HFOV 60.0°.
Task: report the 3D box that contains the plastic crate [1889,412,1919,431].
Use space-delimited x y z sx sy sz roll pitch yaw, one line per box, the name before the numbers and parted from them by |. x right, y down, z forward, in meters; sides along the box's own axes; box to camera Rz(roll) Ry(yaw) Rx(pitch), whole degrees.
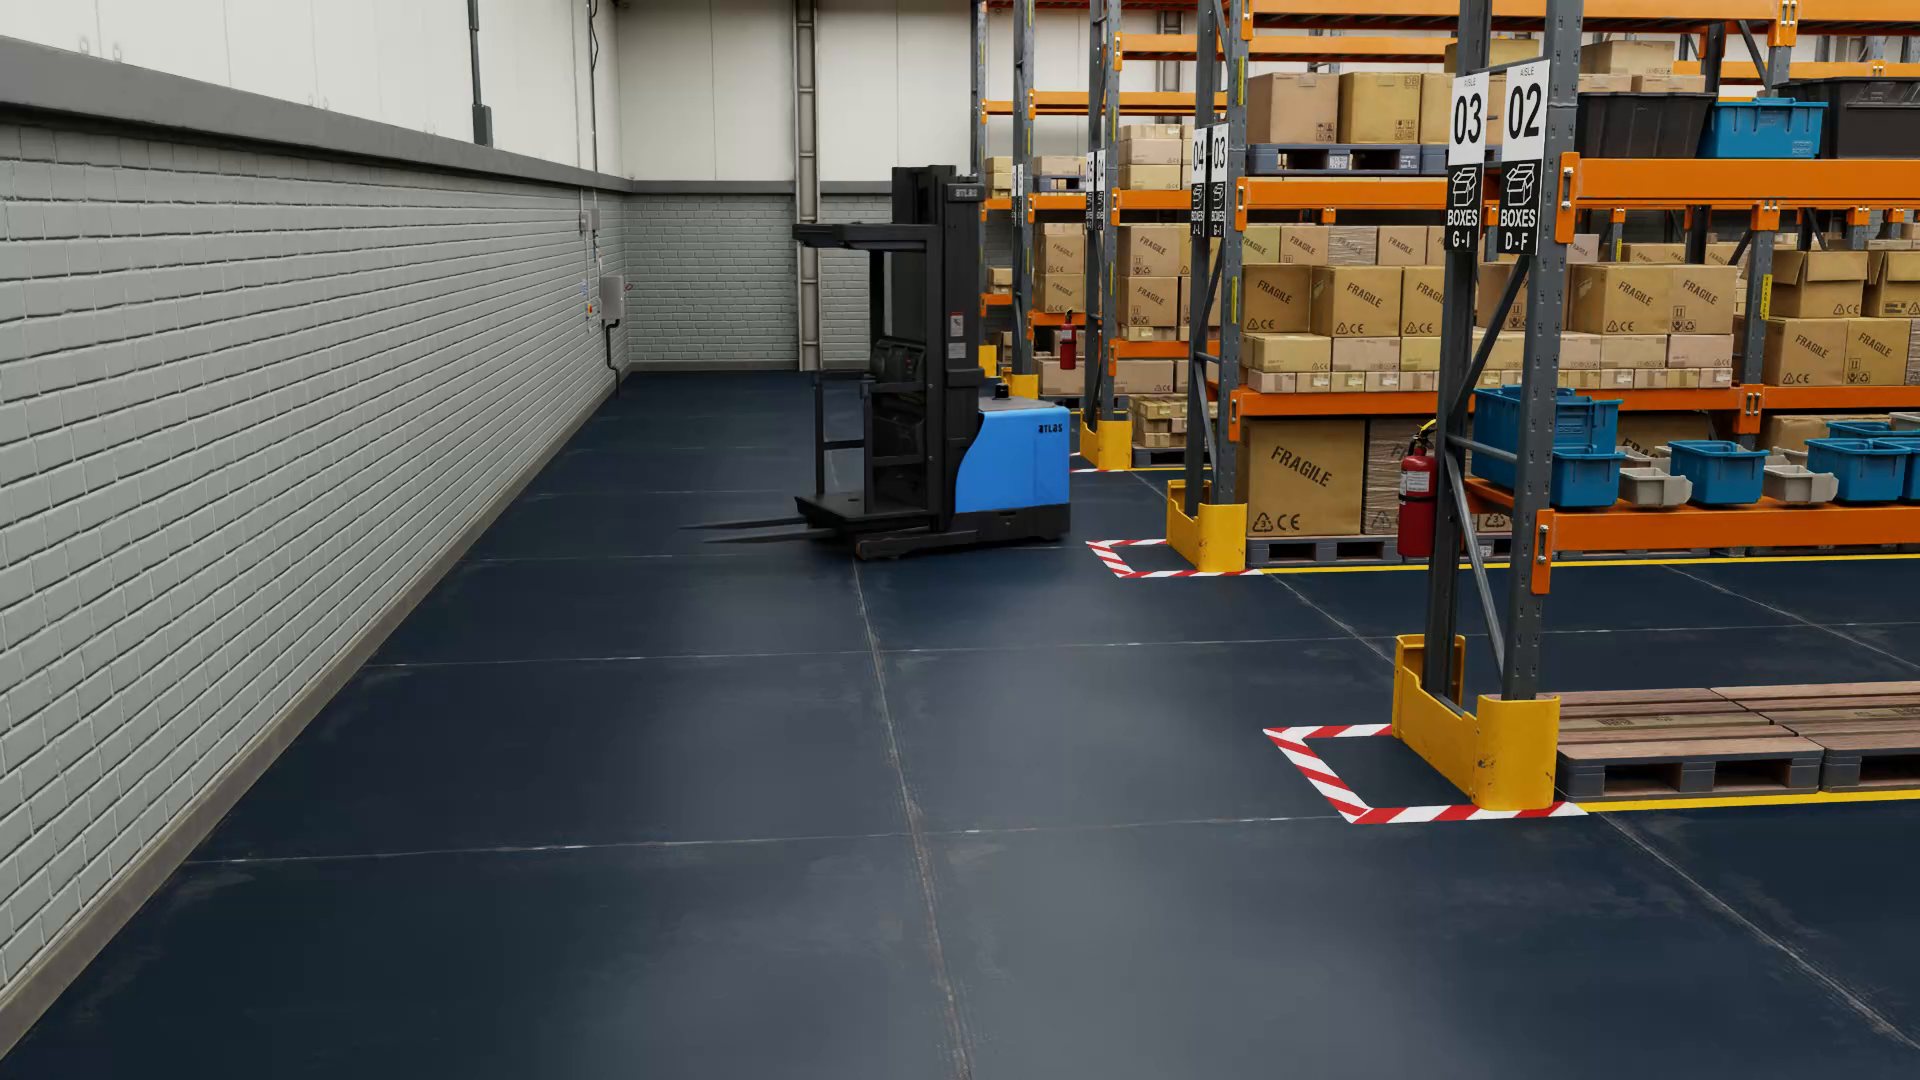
plastic crate | 4.865 -0.455 8.059 0.530 0.282 0.437 -1 11 -6

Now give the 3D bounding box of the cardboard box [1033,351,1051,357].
cardboard box | 1.326 -3.002 27.166 0.250 0.149 0.380 -2 11 -8

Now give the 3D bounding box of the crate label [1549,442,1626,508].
crate label | 2.707 -0.286 7.327 0.303 0.233 0.416 -1 11 -6

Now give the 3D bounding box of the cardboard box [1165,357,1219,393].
cardboard box | 3.272 -2.268 22.684 0.875 0.438 0.875 -2 11 -8

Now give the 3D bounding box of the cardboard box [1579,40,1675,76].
cardboard box | 4.932 -3.556 12.352 0.500 0.250 0.500 -2 11 -10

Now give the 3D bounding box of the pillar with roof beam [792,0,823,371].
pillar with roof beam | -2.032 -6.434 22.767 0.400 9.000 9.100 -1 11 -6

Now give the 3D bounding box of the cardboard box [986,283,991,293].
cardboard box | 0.582 -4.134 27.273 0.250 0.149 0.380 -1 11 -7

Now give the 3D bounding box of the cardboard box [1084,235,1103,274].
cardboard box | 1.842 -3.755 21.839 0.500 0.500 0.500 -2 11 -8

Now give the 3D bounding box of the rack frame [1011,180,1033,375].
rack frame | 0.821 -3.247 22.110 0.127 3.000 1.000 -1 11 -6

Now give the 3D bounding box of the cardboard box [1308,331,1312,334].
cardboard box | 2.849 -1.491 12.792 0.500 0.250 0.500 -1 11 -7

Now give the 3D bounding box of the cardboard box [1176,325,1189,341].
cardboard box | 2.335 -2.129 17.075 0.250 0.149 0.380 -2 11 -8

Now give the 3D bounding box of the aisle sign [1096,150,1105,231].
aisle sign | 1.416 -3.517 16.741 0.004 0.787 0.394 -1 11 -6

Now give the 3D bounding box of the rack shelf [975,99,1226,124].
rack shelf | 2.270 -6.830 26.655 4.000 0.370 1.077 -1 11 -6

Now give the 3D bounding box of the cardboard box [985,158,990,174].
cardboard box | 0.693 -6.051 26.919 0.500 0.250 0.500 -2 11 -8

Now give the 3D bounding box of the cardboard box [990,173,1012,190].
cardboard box | 0.752 -5.700 26.429 0.500 0.250 0.500 -1 11 -7

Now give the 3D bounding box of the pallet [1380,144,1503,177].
pallet | 3.843 -2.819 12.384 1.213 0.211 1.003 -1 11 -6

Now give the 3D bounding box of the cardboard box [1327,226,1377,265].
cardboard box | 3.971 -2.988 17.167 0.500 0.500 0.500 -1 11 -5

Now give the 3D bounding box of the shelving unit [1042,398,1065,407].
shelving unit | 0.748 -0.653 13.968 0.215 1.050 0.252 4 12 17

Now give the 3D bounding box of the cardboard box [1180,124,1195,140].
cardboard box | 2.336 -4.096 16.710 0.250 0.149 0.380 -1 11 -6

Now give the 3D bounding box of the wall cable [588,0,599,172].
wall cable | -5.145 -6.716 24.106 0.133 3.039 2.988 -1 11 -6

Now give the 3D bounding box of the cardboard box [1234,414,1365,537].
cardboard box | 2.519 -0.539 12.754 0.875 0.875 0.875 -1 11 -6

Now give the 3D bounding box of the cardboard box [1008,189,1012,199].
cardboard box | 0.881 -5.520 26.547 0.250 0.149 0.380 -1 11 -5

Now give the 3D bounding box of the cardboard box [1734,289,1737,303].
cardboard box | 7.944 -2.576 17.488 0.250 0.149 0.380 -1 11 -6

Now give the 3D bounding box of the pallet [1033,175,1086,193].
pallet | 1.557 -4.693 21.918 1.213 0.211 1.003 -1 11 -6

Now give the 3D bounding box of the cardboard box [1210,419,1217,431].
cardboard box | 2.517 -1.232 17.389 0.250 0.149 0.380 -1 11 -5

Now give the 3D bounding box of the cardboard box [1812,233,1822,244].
cardboard box | 11.633 -4.147 22.885 0.250 0.149 0.380 -2 11 -8

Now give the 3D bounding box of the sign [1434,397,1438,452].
sign | 2.351 -0.582 8.131 0.005 0.325 0.100 -1 11 -6

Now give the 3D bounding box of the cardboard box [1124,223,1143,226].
cardboard box | 2.243 -4.087 21.847 0.250 0.149 0.380 -1 11 -6

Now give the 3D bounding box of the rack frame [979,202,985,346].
rack frame | 0.281 -4.199 26.952 0.127 3.000 1.000 -1 11 -6

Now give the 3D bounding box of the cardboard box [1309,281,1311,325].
cardboard box | 3.456 -2.487 17.213 0.500 0.500 0.500 -1 11 -8

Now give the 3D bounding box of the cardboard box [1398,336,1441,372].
cardboard box | 3.414 -1.399 12.328 0.500 0.250 0.500 -2 11 -8

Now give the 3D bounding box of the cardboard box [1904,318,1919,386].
cardboard box | 7.349 -1.462 12.769 0.500 0.500 0.500 -1 11 -7

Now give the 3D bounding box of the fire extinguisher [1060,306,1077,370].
fire extinguisher | 1.156 -2.163 17.759 0.183 0.674 0.296 -1 11 -6

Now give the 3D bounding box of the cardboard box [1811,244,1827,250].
cardboard box | 11.824 -3.834 22.976 0.500 0.500 0.500 -1 11 -6

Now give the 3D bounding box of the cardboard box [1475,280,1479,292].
cardboard box | 6.788 -3.490 22.438 0.500 0.250 0.500 -2 11 -8

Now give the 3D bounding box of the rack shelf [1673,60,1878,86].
rack shelf | 7.421 -4.820 17.457 4.000 0.370 1.077 -1 11 -6

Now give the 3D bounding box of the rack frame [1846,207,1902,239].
rack frame | 12.751 -3.497 23.382 0.127 3.000 1.000 -1 11 -6

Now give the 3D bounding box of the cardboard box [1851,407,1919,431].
cardboard box | 7.390 -0.630 13.214 0.875 0.875 1.225 -2 11 -8

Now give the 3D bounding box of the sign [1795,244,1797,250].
sign | 9.346 -3.141 18.569 0.005 0.325 0.100 -1 11 -6

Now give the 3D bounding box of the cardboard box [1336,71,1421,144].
cardboard box | 2.975 -3.133 12.144 0.500 0.500 0.700 -2 11 -8

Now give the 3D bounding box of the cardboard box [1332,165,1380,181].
cardboard box | 3.971 -3.701 17.030 0.500 0.250 0.500 -1 11 -7

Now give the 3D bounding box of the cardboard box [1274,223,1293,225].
cardboard box | 4.252 -4.137 22.100 0.250 0.149 0.380 -1 11 -5

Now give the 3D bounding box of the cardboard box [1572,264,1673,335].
cardboard box | 4.941 -1.800 12.422 0.500 0.500 0.500 -1 11 -5

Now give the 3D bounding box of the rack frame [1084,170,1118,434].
rack frame | 1.456 -2.300 17.292 0.127 3.000 1.000 -1 11 -6

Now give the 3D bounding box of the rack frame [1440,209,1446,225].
rack frame | 8.234 -4.366 27.800 0.127 3.000 1.000 -1 11 -6

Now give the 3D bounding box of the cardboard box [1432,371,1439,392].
cardboard box | 3.558 -1.195 12.322 0.250 0.149 0.380 -1 11 -7

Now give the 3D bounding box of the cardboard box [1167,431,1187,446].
cardboard box | 2.263 -1.078 17.378 0.250 0.149 0.380 -1 11 -6

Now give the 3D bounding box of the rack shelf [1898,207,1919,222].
rack shelf | 14.739 -4.658 23.374 4.000 0.370 1.077 -1 11 -6

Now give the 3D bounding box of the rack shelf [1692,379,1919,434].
rack shelf | 7.856 -1.119 13.148 4.000 0.370 1.077 -1 11 -6

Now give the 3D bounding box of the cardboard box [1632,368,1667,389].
cardboard box | 5.089 -1.227 12.485 0.250 0.149 0.380 -1 11 -7

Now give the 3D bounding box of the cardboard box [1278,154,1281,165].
cardboard box | 2.943 -3.922 16.860 0.500 0.250 0.500 -1 11 -5

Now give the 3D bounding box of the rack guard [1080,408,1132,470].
rack guard | 1.532 -1.075 17.542 0.348 0.500 1.175 -1 11 -6

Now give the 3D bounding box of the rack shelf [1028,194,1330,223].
rack shelf | 2.809 -4.408 22.102 4.000 0.370 1.077 -1 11 -6

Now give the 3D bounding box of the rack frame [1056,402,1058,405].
rack frame | 0.712 -0.631 13.854 0.200 1.050 0.008 4 12 17

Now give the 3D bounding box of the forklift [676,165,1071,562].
forklift | -0.666 -1.391 12.844 3.031 2.935 1.130 -5 12 -26
